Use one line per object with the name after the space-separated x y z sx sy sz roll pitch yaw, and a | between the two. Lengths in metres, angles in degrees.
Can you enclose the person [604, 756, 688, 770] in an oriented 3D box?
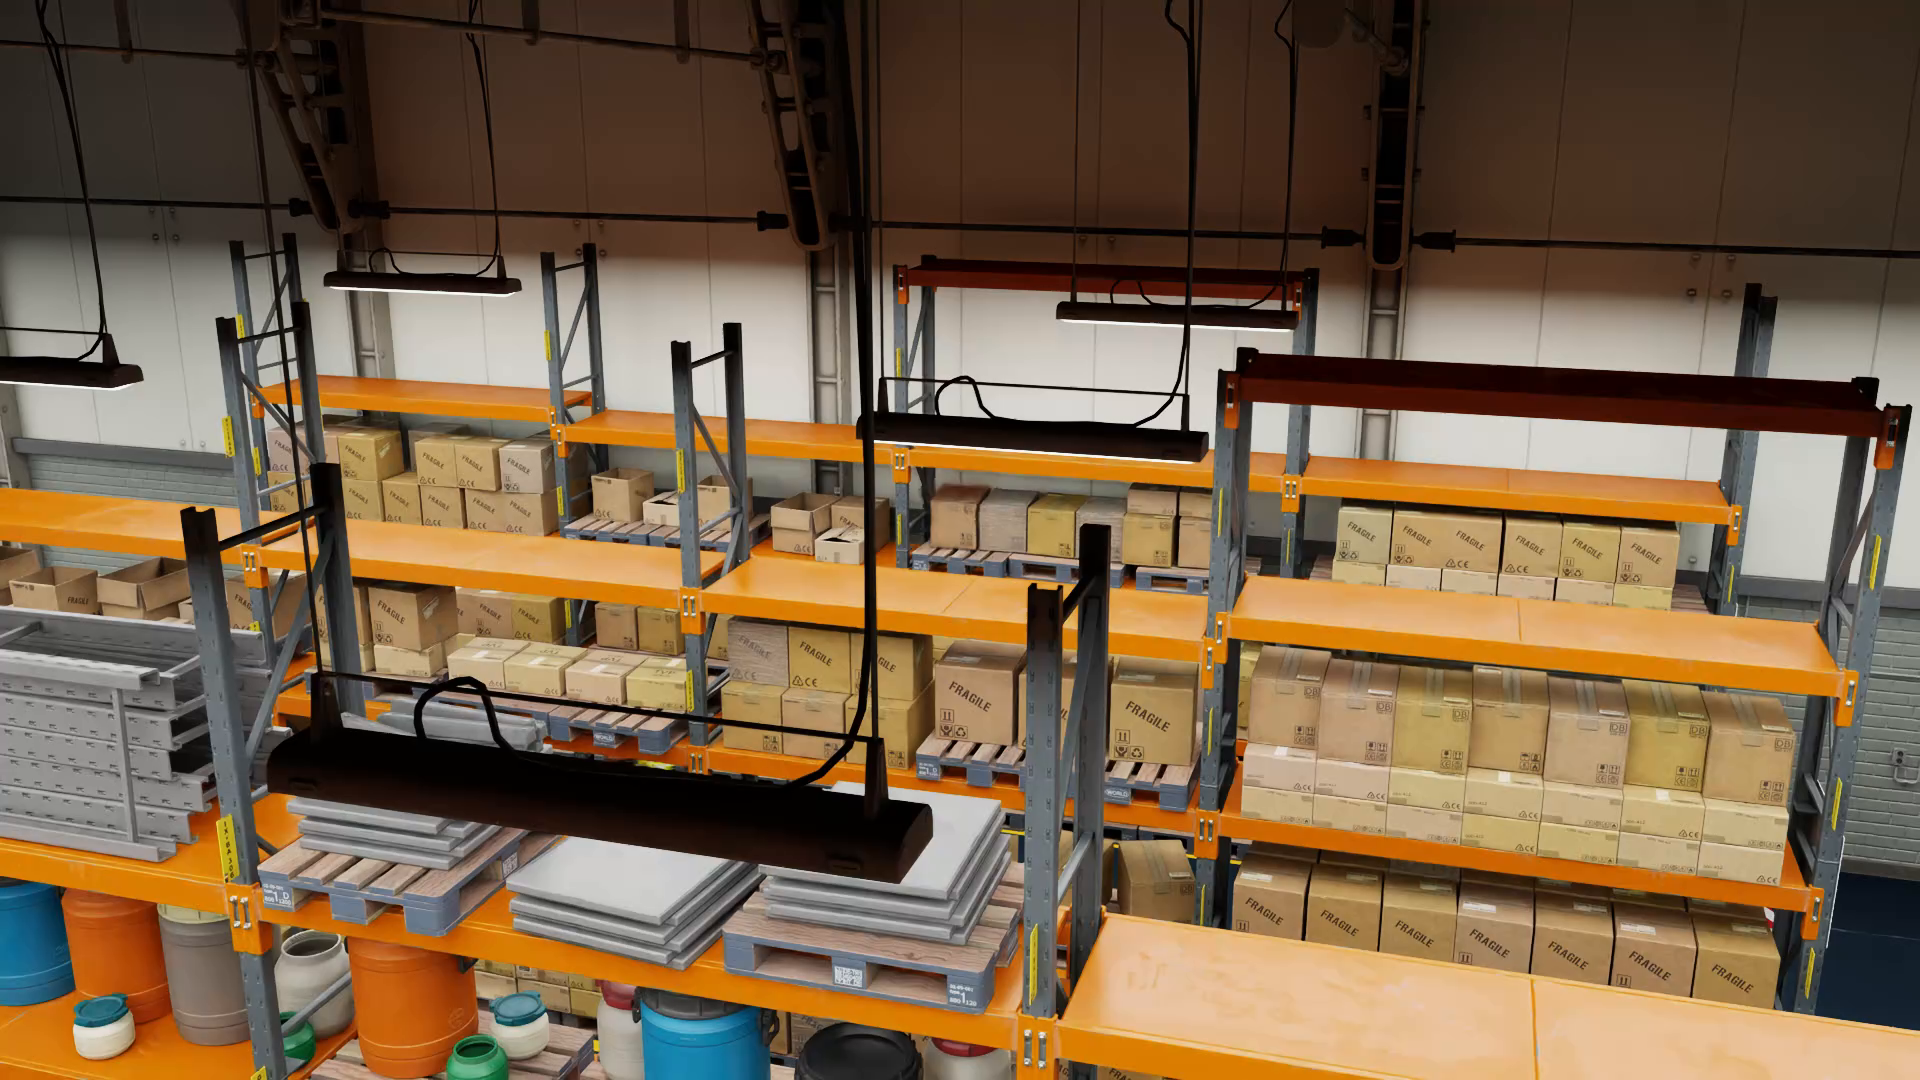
-3.164 2.275 17.243 0.939 1.560 0.701 7 17 22 | person
